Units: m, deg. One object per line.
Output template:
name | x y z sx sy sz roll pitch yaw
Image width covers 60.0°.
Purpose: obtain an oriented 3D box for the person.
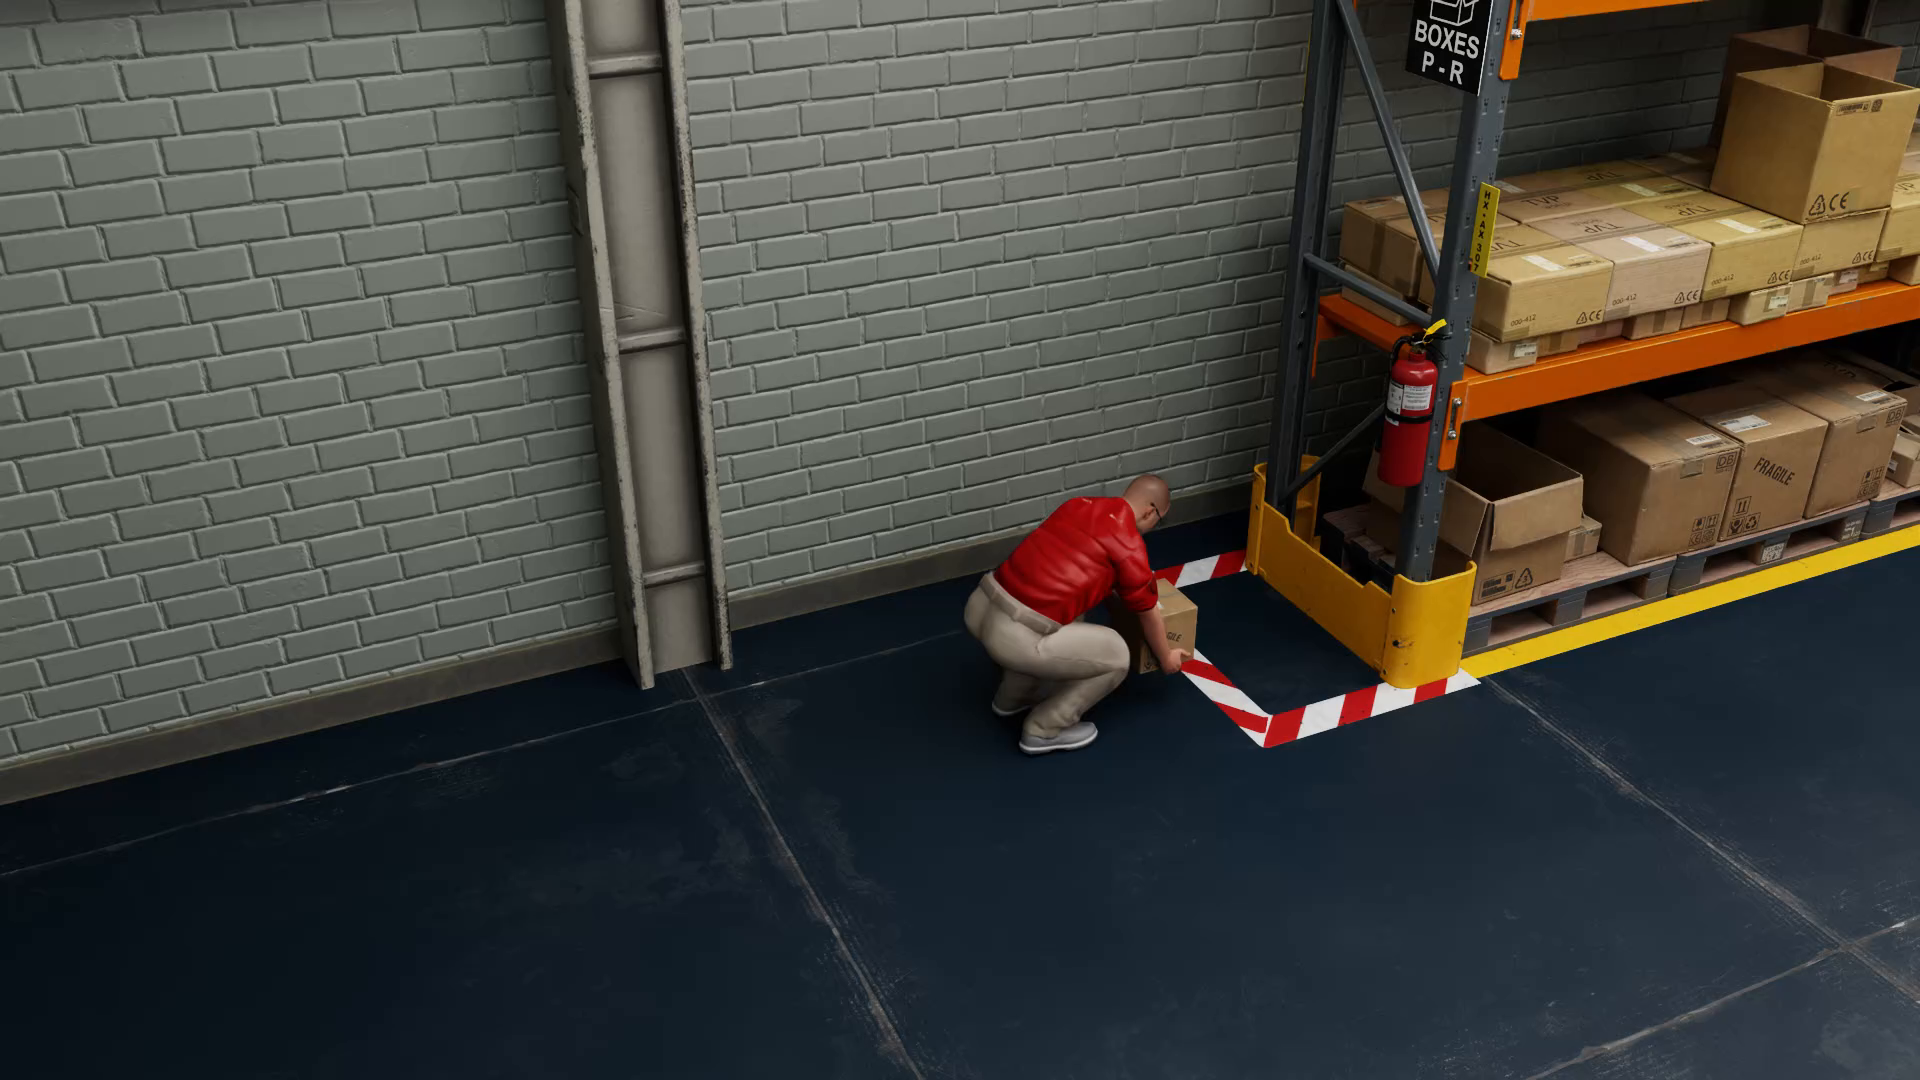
person | 0.453 0.275 6.430 0.904 0.980 0.530 -14 32 -23
